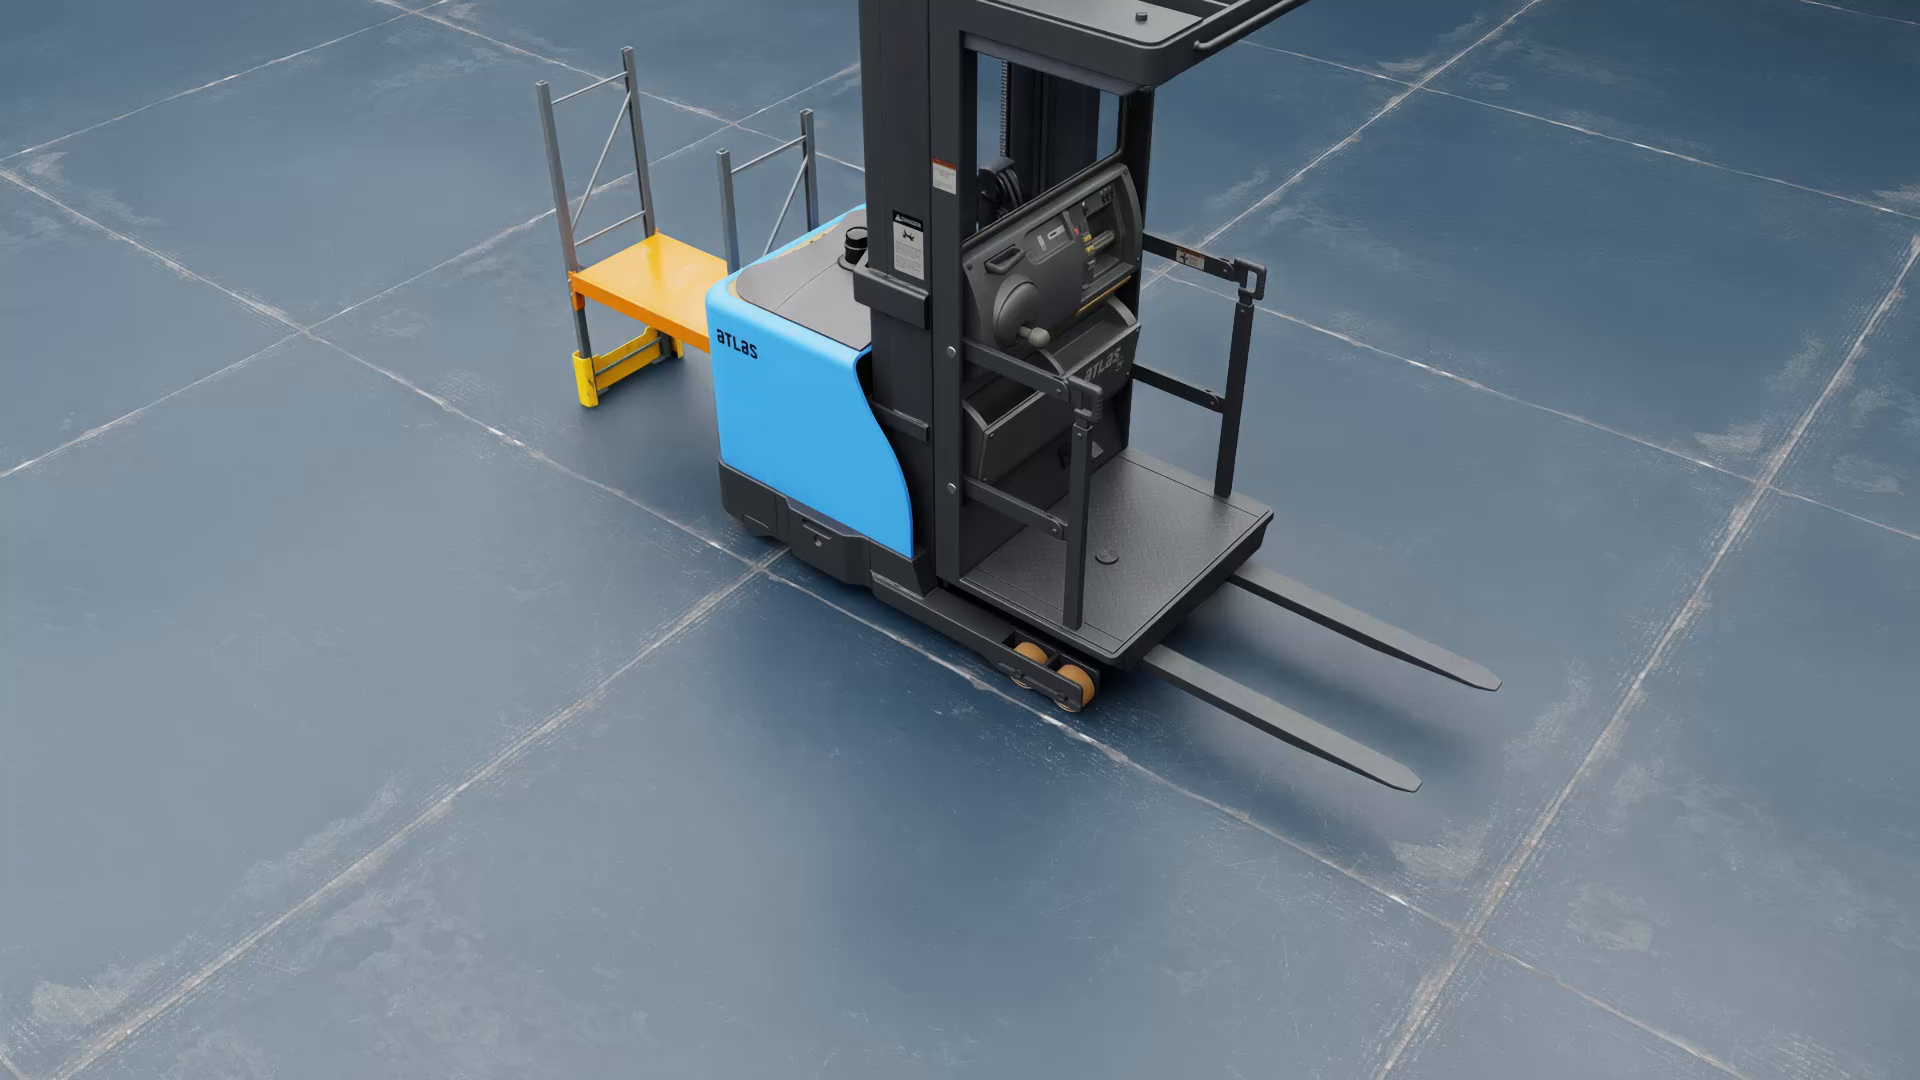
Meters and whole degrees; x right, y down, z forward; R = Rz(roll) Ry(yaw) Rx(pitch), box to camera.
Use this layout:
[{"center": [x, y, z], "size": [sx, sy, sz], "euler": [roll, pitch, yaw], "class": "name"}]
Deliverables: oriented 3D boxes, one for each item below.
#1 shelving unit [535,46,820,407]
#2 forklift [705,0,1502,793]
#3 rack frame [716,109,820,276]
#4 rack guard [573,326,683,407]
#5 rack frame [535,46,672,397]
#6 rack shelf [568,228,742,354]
[{"center": [-1.128, -1.151, 7.003], "size": [1.083, 1.500, 0.587], "euler": [26, 45, 29], "class": "shelving unit"}, {"center": [0.492, -0.911, 5.536], "size": [3.031, 2.935, 1.130], "euler": [26, 45, 30], "class": "forklift"}, {"center": [-0.737, -0.959, 6.758], "size": [0.032, 1.500, 0.500], "euler": [26, 45, 29], "class": "rack frame"}, {"center": [-1.517, -0.850, 7.633], "size": [0.087, 0.250, 0.587], "euler": [26, 45, 29], "class": "rack guard"}, {"center": [-1.532, -1.350, 7.257], "size": [0.032, 1.500, 0.500], "euler": [26, 45, 29], "class": "rack frame"}, {"center": [-1.135, -1.013, 7.118], "size": [1.000, 0.185, 0.538], "euler": [26, 45, 29], "class": "rack shelf"}]
